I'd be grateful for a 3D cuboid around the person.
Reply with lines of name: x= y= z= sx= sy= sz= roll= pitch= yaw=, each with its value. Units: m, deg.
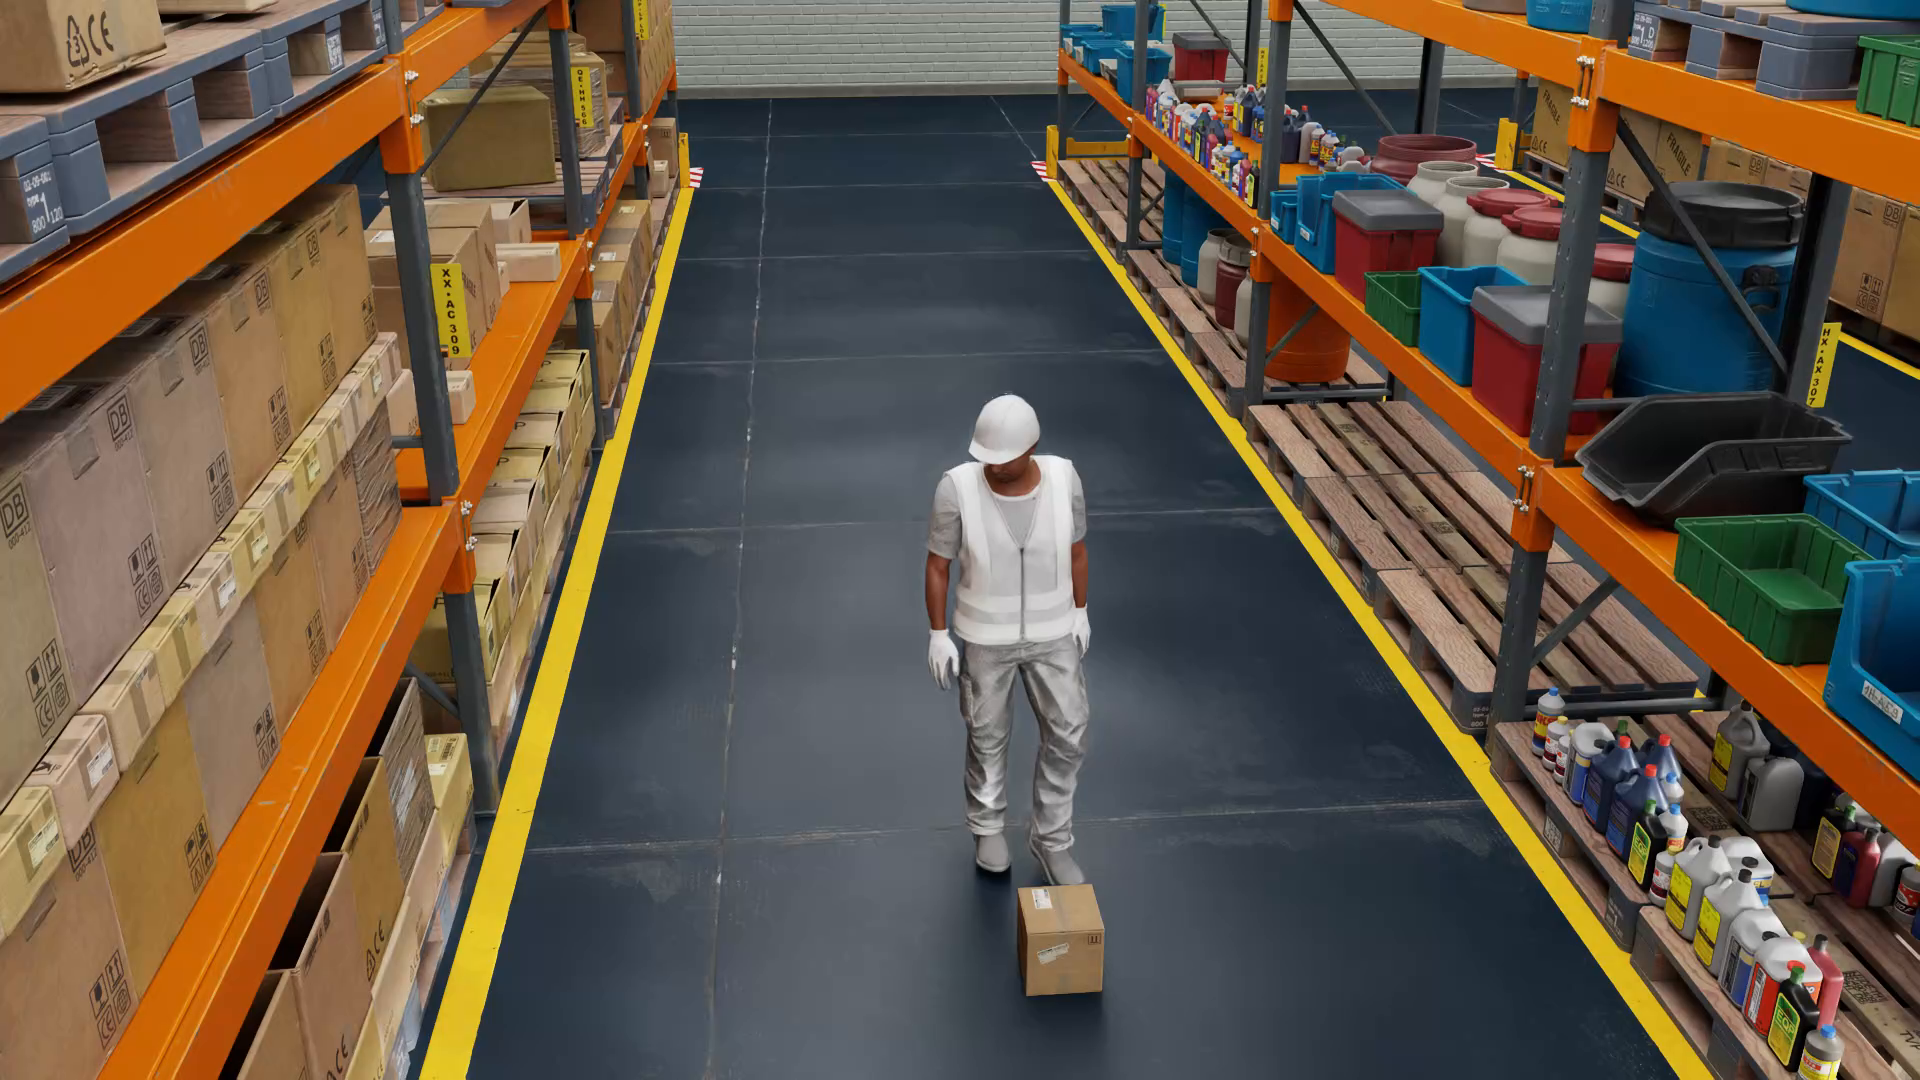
person: x=0.190 y=0.376 z=5.729 sx=0.602 sy=1.837 sz=0.450 roll=-4 pitch=24 yaw=-9
